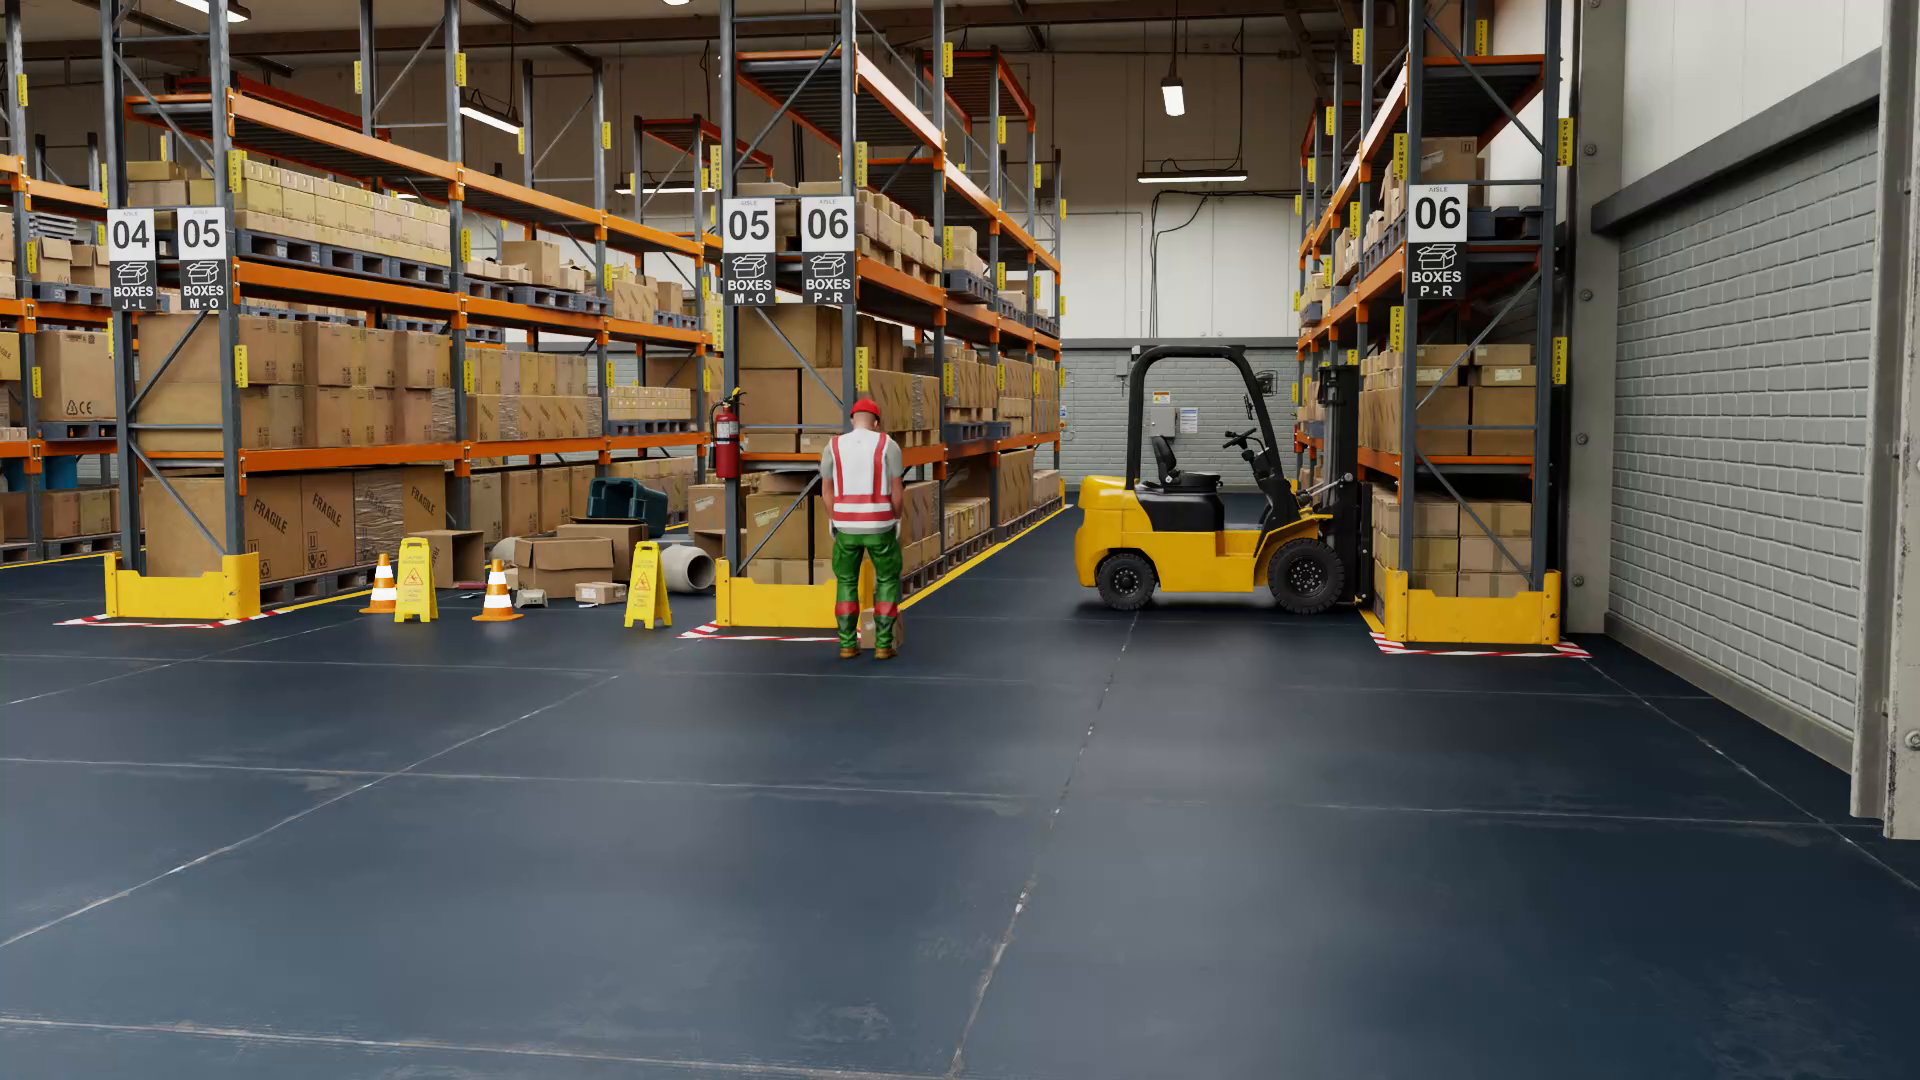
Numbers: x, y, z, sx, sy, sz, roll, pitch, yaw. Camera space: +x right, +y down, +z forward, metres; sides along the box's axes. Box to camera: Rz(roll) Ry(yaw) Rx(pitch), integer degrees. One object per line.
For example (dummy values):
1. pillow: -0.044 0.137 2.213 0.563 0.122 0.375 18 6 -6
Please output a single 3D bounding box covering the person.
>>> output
1. person: -0.643 -0.082 11.004 0.551 1.713 0.496 1 4 10
